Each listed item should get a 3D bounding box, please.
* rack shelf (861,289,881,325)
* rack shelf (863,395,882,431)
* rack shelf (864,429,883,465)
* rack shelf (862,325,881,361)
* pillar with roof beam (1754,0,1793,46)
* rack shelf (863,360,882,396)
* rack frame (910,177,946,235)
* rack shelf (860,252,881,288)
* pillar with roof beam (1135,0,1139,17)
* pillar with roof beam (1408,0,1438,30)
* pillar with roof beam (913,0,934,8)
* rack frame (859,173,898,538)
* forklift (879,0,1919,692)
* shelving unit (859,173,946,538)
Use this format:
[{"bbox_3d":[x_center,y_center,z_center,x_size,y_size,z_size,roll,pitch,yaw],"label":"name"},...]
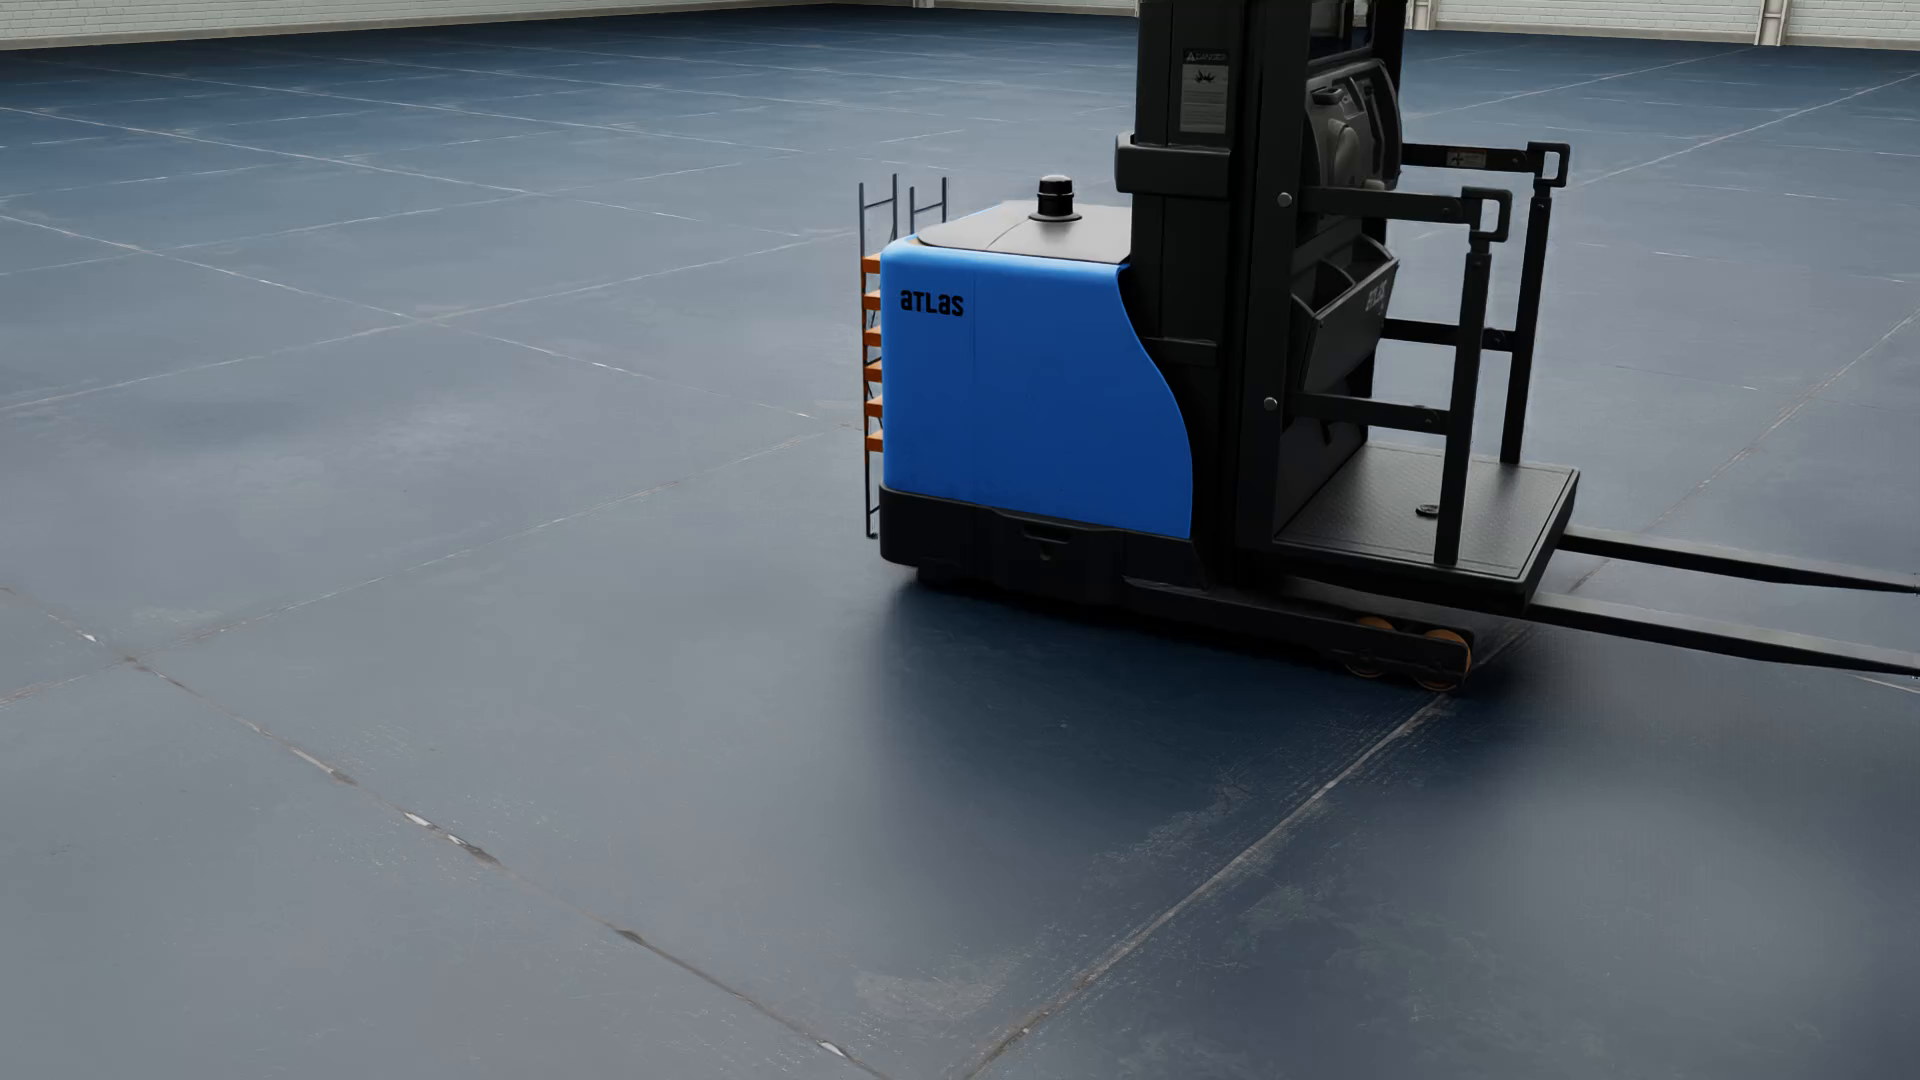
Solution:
[{"bbox_3d":[-0.183,-0.775,5.468,0.180,0.103,0.258,10,23,25],"label":"rack shelf"},{"bbox_3d":[-0.183,-0.438,5.595,0.180,0.103,0.258,10,23,25],"label":"rack shelf"},{"bbox_3d":[-0.183,-0.326,5.638,0.180,0.103,0.258,10,23,25],"label":"rack shelf"},{"bbox_3d":[-0.183,-0.663,5.510,0.180,0.103,0.258,10,23,25],"label":"rack shelf"},{"bbox_3d":[10.405,-11.064,22.254,0.400,9.000,9.100,16,26,36],"label":"pillar with roof beam"},{"bbox_3d":[-0.183,-0.550,5.553,0.180,0.103,0.258,10,23,25],"label":"rack shelf"},{"bbox_3d":[-0.101,-0.577,5.498,0.006,1.200,0.240,10,23,25],"label":"rack frame"},{"bbox_3d":[-0.183,-0.887,5.426,0.180,0.103,0.258,10,23,25],"label":"rack shelf"},{"bbox_3d":[1.108,-13.741,29.354,0.400,9.000,9.100,16,26,36],"label":"pillar with roof beam"},{"bbox_3d":[5.757,-12.403,25.804,0.400,9.000,9.100,16,26,36],"label":"pillar with roof beam"},{"bbox_3d":[-3.540,-15.080,32.904,0.400,9.000,9.100,16,26,36],"label":"pillar with roof beam"},{"bbox_3d":[-0.264,-0.606,5.576,0.006,1.200,0.240,10,23,25],"label":"rack frame"},{"bbox_3d":[1.294,-1.170,4.616,3.031,2.935,1.130,10,23,25],"label":"forklift"},{"bbox_3d":[-0.183,-0.592,5.537,0.189,1.200,0.258,10,23,25],"label":"shelving unit"}]
